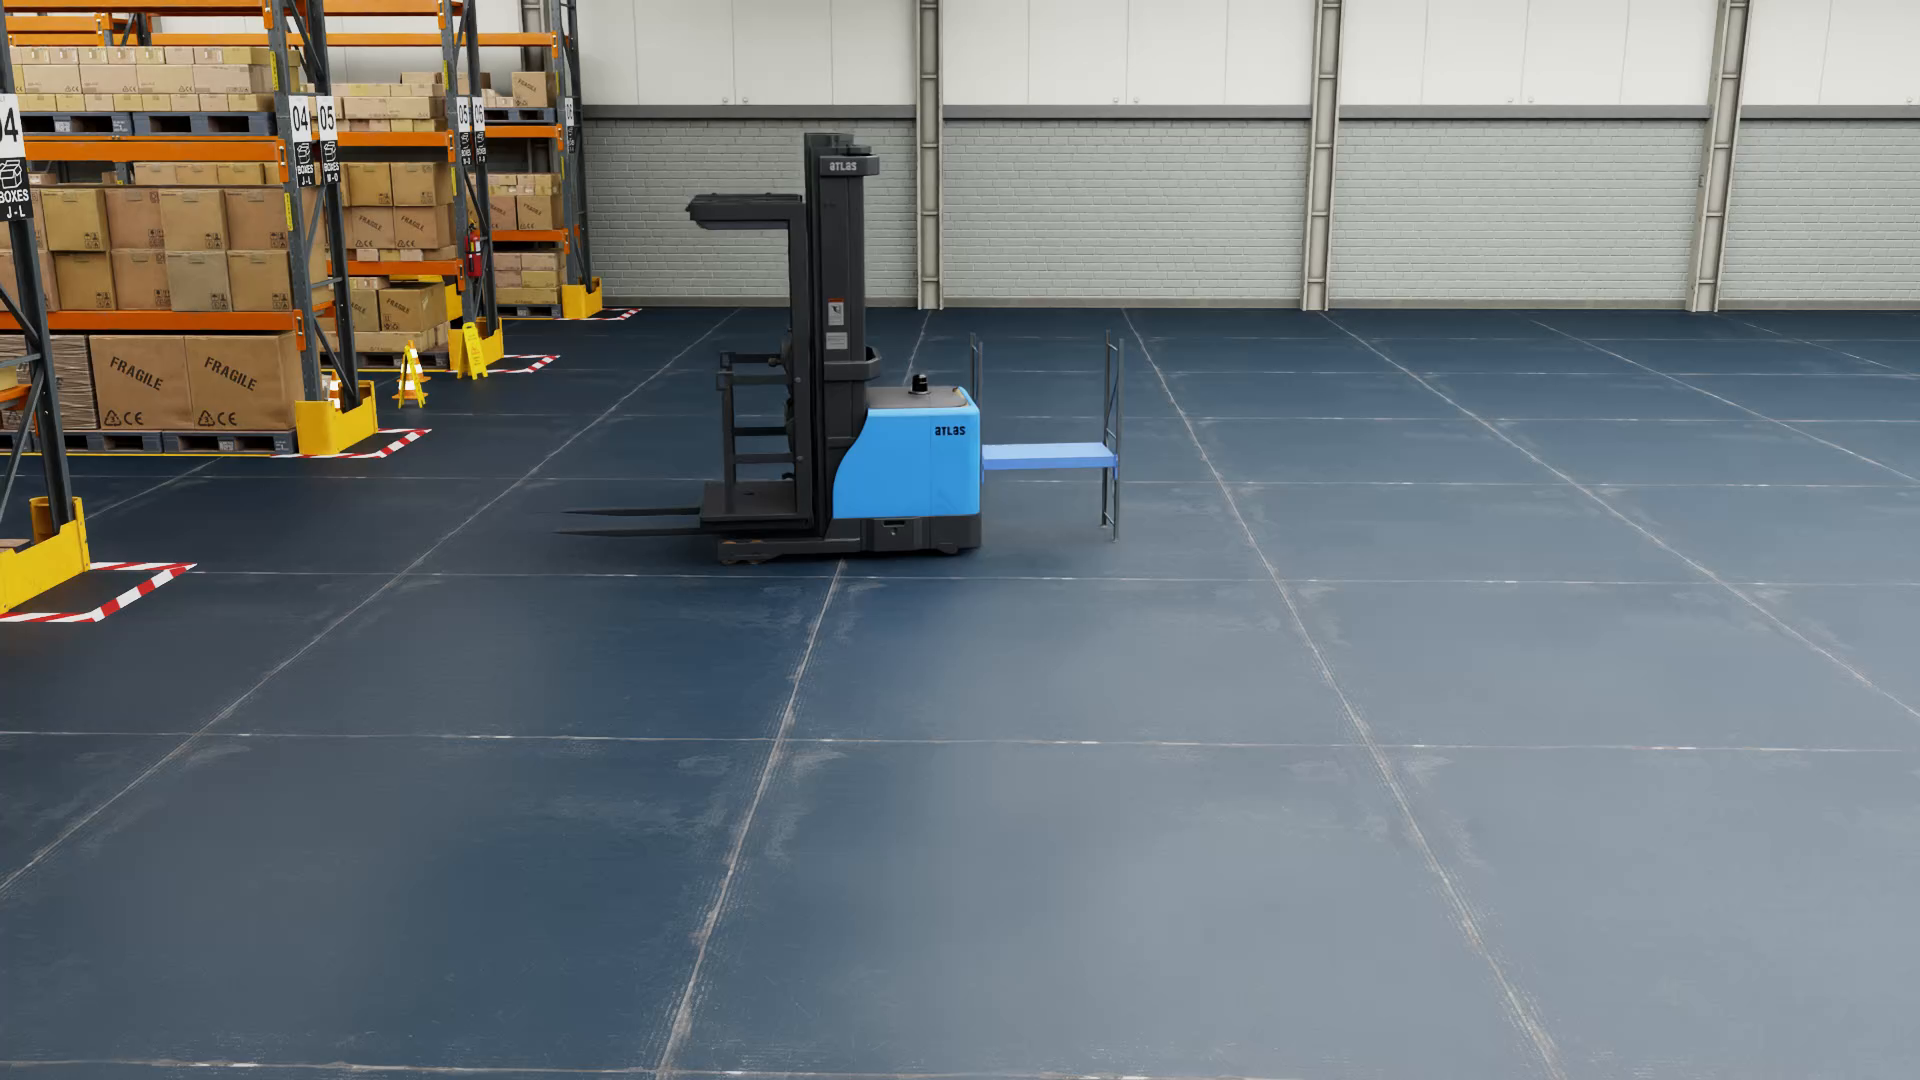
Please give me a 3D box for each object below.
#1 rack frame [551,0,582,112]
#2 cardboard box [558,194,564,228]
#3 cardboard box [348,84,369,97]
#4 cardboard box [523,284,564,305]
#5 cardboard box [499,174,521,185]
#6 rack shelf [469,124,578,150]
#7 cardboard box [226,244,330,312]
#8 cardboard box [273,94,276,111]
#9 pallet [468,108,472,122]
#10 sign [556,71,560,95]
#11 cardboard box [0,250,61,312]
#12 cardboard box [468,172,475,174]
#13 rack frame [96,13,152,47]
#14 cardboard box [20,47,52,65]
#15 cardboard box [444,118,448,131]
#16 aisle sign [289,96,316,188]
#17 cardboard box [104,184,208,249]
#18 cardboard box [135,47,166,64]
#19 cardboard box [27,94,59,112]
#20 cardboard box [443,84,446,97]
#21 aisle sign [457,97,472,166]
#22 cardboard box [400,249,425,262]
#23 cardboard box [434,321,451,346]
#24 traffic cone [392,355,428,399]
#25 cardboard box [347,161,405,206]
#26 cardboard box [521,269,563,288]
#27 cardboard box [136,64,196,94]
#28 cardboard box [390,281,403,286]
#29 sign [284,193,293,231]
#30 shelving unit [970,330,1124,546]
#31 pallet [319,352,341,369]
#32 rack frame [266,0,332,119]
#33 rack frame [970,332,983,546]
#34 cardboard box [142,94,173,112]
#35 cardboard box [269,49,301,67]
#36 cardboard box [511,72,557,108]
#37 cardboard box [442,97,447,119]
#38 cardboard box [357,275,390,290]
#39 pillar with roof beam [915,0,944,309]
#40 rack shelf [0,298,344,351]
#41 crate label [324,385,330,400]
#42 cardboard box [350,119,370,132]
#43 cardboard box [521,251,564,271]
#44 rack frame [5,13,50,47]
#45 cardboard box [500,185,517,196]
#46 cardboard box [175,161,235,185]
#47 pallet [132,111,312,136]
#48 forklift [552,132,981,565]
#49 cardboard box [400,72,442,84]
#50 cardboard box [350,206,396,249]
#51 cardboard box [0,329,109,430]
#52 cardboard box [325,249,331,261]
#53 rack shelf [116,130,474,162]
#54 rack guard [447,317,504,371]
[{"bbox_3d":[-5.787,-7.808,24.295,0.127,3.000,1.000,0,15,1],"label":"rack frame"},{"bbox_3d":[-6.276,-5.030,25.328,0.500,0.500,0.500,1,15,3],"label":"cardboard box"},{"bbox_3d":[-7.021,-5.306,19.621,0.250,0.149,0.380,0,15,2],"label":"cardboard box"},{"bbox_3d":[-6.265,-3.703,25.064,0.500,0.250,0.500,0,15,2],"label":"cardboard box"},{"bbox_3d":[-6.660,-5.350,24.688,0.250,0.149,0.380,1,15,3],"label":"cardboard box"},{"bbox_3d":[-7.787,-6.023,24.819,4.000,0.370,1.077,0,15,1],"label":"rack shelf"},{"bbox_3d":[-6.308,-2.442,15.421,0.550,0.550,0.875,0,15,1],"label":"cardboard box"},{"bbox_3d":[-6.270,-4.043,15.376,0.250,0.149,0.380,0,15,2],"label":"cardboard box"},{"bbox_3d":[-7.716,-6.333,24.759,1.213,0.211,1.003,0,15,1],"label":"pallet"},{"bbox_3d":[-5.815,-6.609,24.050,0.005,0.325,0.100,0,15,1],"label":"sign"},{"bbox_3d":[-8.478,-2.446,15.438,0.550,0.550,0.875,0,15,1],"label":"cardboard box"},{"bbox_3d":[-7.414,-5.506,25.278,0.250,0.149,0.380,0,15,0],"label":"cardboard box"},{"bbox_3d":[-9.909,-6.568,19.596,0.127,3.000,1.000,0,15,1],"label":"rack frame"},{"bbox_3d":[-8.058,-4.271,14.680,0.250,0.149,0.380,0,15,1],"label":"cardboard box"},{"bbox_3d":[-6.234,-5.055,20.234,0.250,0.149,0.380,0,15,1],"label":"cardboard box"},{"bbox_3d":[-5.873,-3.558,14.852,0.004,0.787,0.394,0,15,1],"label":"aisle sign"},{"bbox_3d":[-7.414,-3.004,15.434,0.550,0.550,0.875,0,15,1],"label":"cardboard box"},{"bbox_3d":[-7.046,-4.265,14.655,0.250,0.149,0.380,1,15,2],"label":"cardboard box"},{"bbox_3d":[-8.059,-3.886,14.782,0.250,0.149,0.380,1,15,2],"label":"cardboard box"},{"bbox_3d":[-6.260,-5.410,20.016,0.250,0.149,0.380,0,15,1],"label":"cardboard box"},{"bbox_3d":[-5.856,-4.824,19.649,0.004,0.787,0.394,0,15,1],"label":"aisle sign"},{"bbox_3d":[-6.546,-3.441,19.996,0.250,0.149,0.380,0,15,1],"label":"cardboard box"},{"bbox_3d":[-6.710,-2.591,20.847,0.500,0.250,0.500,0,15,1],"label":"cardboard box"},{"bbox_3d":[-6.062,-1.803,18.268,0.334,0.463,0.336,0,15,1],"label":"traffic cone"},{"bbox_3d":[-6.932,-4.270,19.905,0.500,0.500,0.700,1,15,2],"label":"cardboard box"},{"bbox_3d":[-6.282,-3.946,25.003,0.500,0.250,0.500,0,15,1],"label":"cardboard box"},{"bbox_3d":[-6.932,-4.087,14.762,0.500,0.250,0.500,0,15,2],"label":"cardboard box"},{"bbox_3d":[-7.256,-2.956,20.760,0.500,0.500,0.500,0,15,-1],"label":"cardboard box"},{"bbox_3d":[-5.964,-2.915,14.773,0.005,0.325,0.100,0,15,1],"label":"sign"},{"bbox_3d":[0.624,-0.759,12.275,1.048,1.500,0.538,-2,15,-6],"label":"shelving unit"},{"bbox_3d":[-8.014,-2.317,20.707,1.213,0.211,1.003,0,15,1],"label":"pallet"},{"bbox_3d":[-5.936,-5.279,14.710,0.127,3.000,1.000,0,15,1],"label":"rack frame"},{"bbox_3d":[0.119,-0.744,12.219,0.032,1.500,0.500,-2,15,-6],"label":"rack frame"},{"bbox_3d":[-7.038,-3.880,14.758,0.250,0.149,0.380,1,15,2],"label":"cardboard box"},{"bbox_3d":[-6.261,-4.428,15.272,0.250,0.149,0.380,1,15,2],"label":"cardboard box"},{"bbox_3d":[-6.236,-6.598,24.374,0.500,0.500,0.500,1,15,3],"label":"cardboard box"},{"bbox_3d":[-6.406,-5.234,20.131,0.500,0.250,0.500,0,15,0],"label":"cardboard box"},{"bbox_3d":[-7.087,-3.115,20.093,0.250,0.149,0.380,1,15,3],"label":"cardboard box"},{"bbox_3d":[-0.572,-6.905,20.874,0.400,9.000,9.100,0,15,1],"label":"pillar with roof beam"},{"bbox_3d":[-7.935,-2.044,15.616,4.000,0.370,1.077,0,15,1],"label":"rack shelf"},{"bbox_3d":[-6.849,-1.635,18.269,0.298,0.136,0.250,-8,17,-28],"label":"crate label"},{"bbox_3d":[-7.040,-4.924,19.735,0.250,0.149,0.380,0,15,2],"label":"cardboard box"},{"bbox_3d":[-6.256,-4.188,24.940,0.500,0.250,0.500,1,15,3],"label":"cardboard box"},{"bbox_3d":[-13.785,-7.860,24.492,0.127,3.000,1.000,0,15,1],"label":"rack frame"},{"bbox_3d":[-6.655,-5.211,24.746,0.250,0.149,0.380,1,15,2],"label":"cardboard box"},{"bbox_3d":[-8.965,-4.276,19.928,0.500,0.500,0.700,0,15,2],"label":"cardboard box"},{"bbox_3d":[-6.678,-3.788,15.112,1.213,0.211,1.003,0,15,1],"label":"pallet"},{"bbox_3d":[-1.400,-1.385,11.845,3.031,2.935,1.130,-2,15,-6],"label":"forklift"},{"bbox_3d":[-7.841,-6.645,24.547,0.637,0.503,0.797,1,15,3],"label":"cardboard box"},{"bbox_3d":[-6.960,-3.771,19.975,0.500,0.500,0.500,0,15,2],"label":"cardboard box"},{"bbox_3d":[-8.406,-1.553,15.689,0.875,0.875,0.875,0,15,2],"label":"cardboard box"},{"bbox_3d":[-7.570,-3.458,20.061,0.250,0.149,0.380,0,15,1],"label":"cardboard box"},{"bbox_3d":[-7.910,-4.757,20.021,4.000,0.370,1.077,0,15,1],"label":"rack shelf"},{"bbox_3d":[-5.986,-2.433,20.583,0.348,0.500,1.175,0,15,1],"label":"rack guard"}]
